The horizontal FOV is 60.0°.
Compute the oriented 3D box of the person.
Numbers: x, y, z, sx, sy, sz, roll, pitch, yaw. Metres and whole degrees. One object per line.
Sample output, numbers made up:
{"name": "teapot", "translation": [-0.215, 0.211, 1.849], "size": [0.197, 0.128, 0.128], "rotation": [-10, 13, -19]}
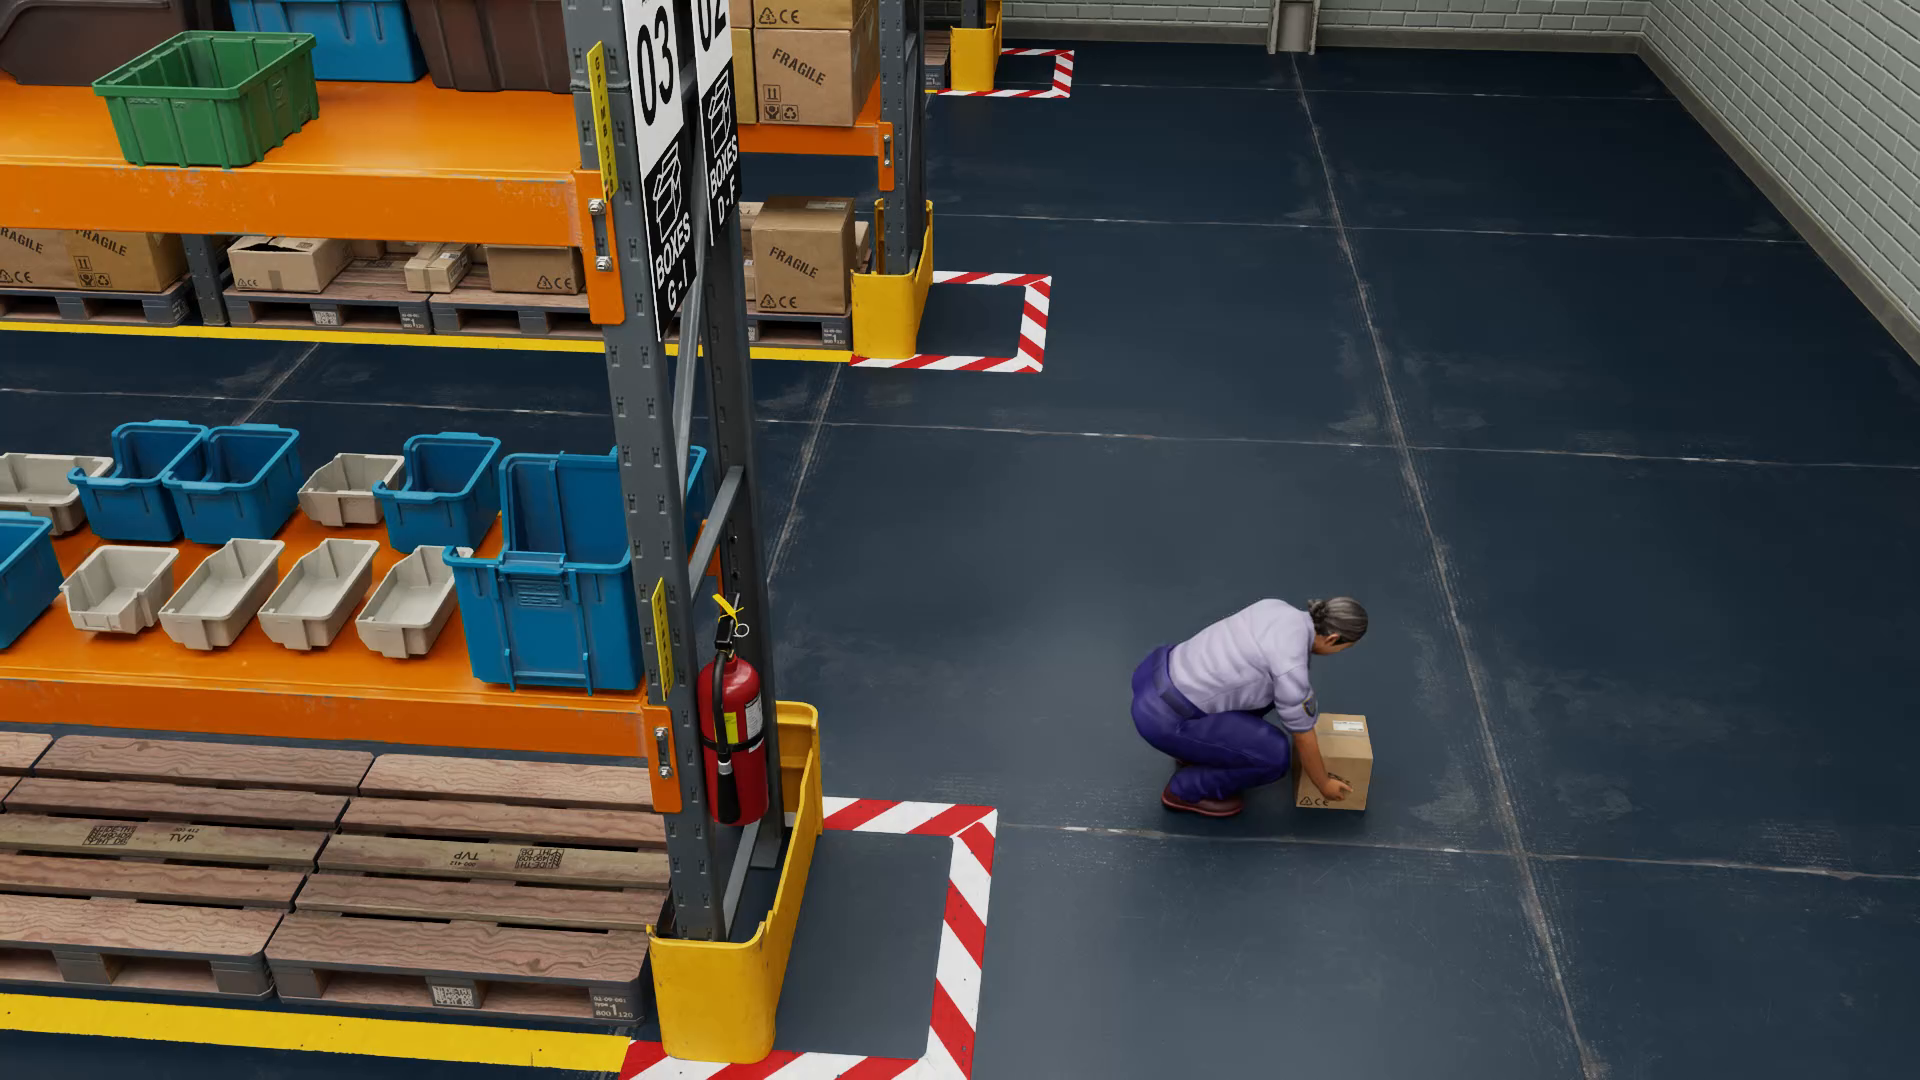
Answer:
{"name": "person", "translation": [1.032, 0.571, 6.029], "size": [0.823, 0.822, 0.520], "rotation": [3, 32, 4]}
